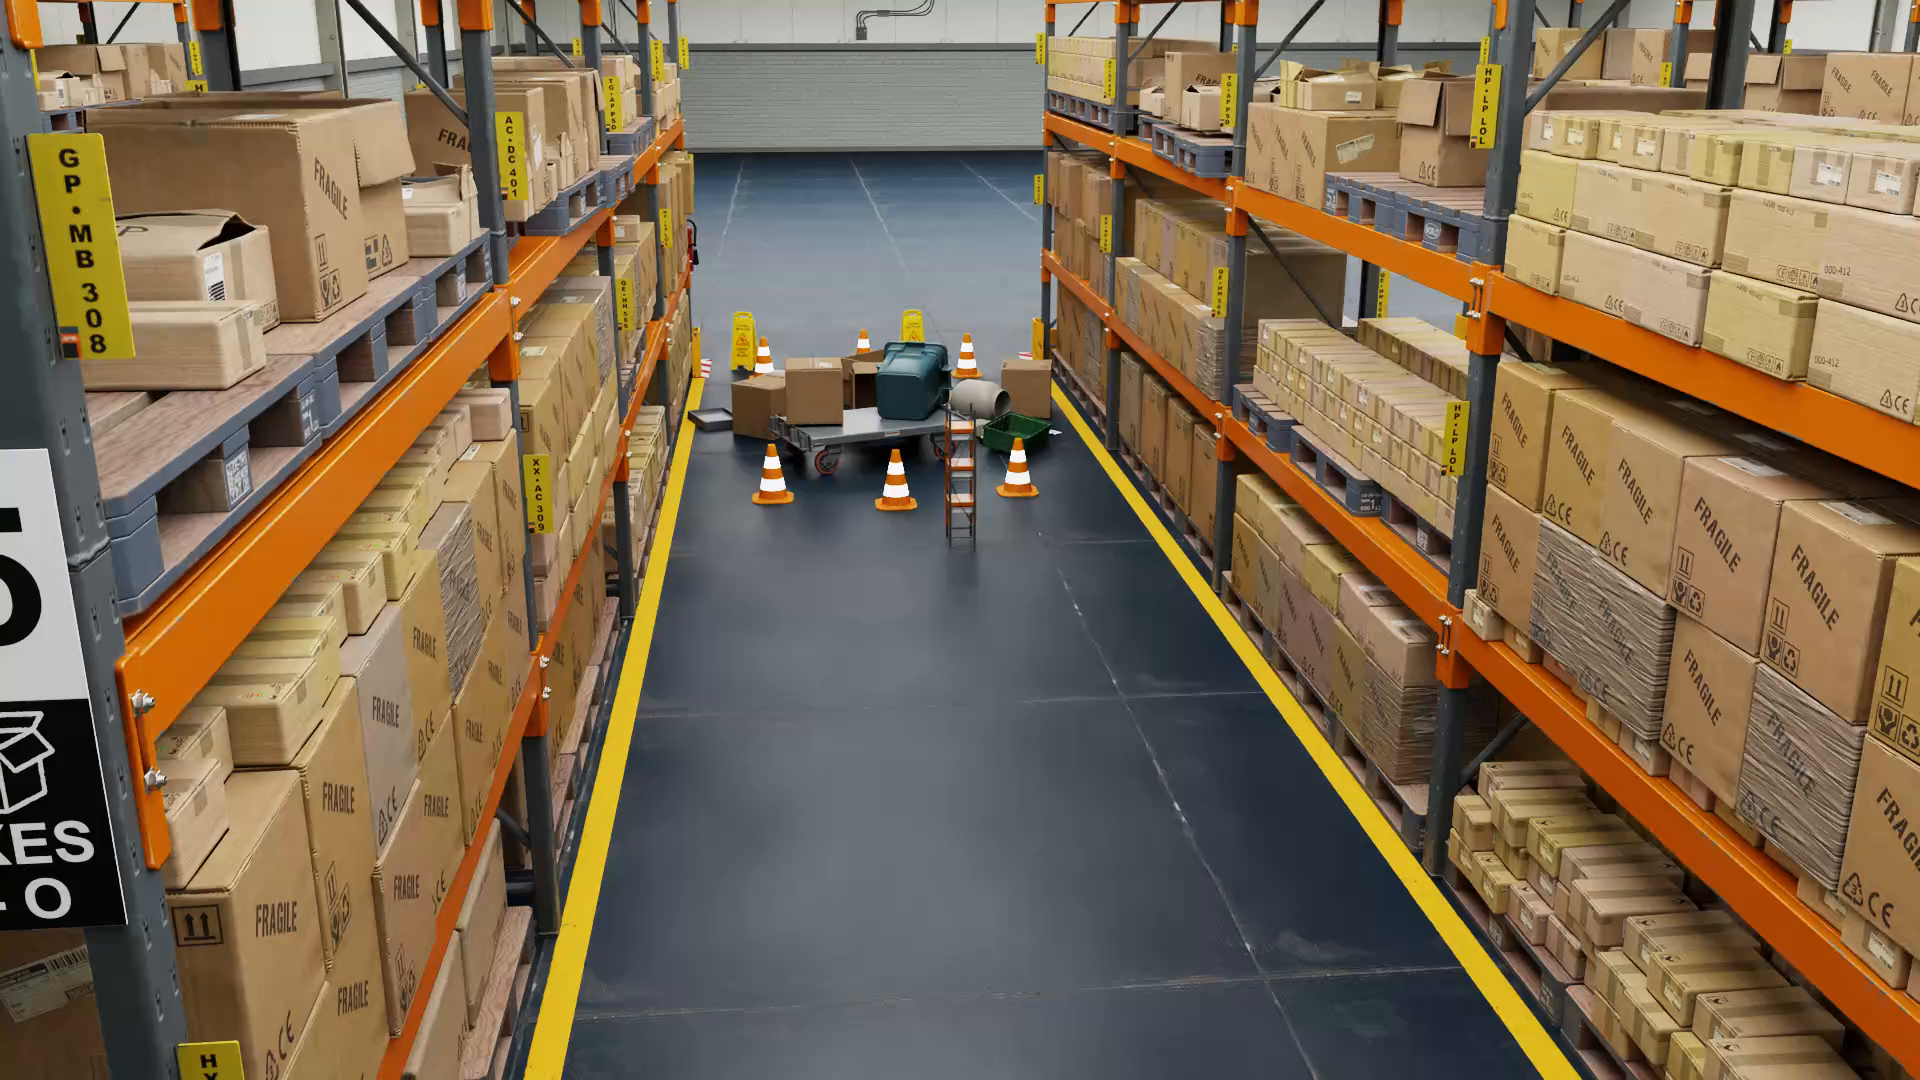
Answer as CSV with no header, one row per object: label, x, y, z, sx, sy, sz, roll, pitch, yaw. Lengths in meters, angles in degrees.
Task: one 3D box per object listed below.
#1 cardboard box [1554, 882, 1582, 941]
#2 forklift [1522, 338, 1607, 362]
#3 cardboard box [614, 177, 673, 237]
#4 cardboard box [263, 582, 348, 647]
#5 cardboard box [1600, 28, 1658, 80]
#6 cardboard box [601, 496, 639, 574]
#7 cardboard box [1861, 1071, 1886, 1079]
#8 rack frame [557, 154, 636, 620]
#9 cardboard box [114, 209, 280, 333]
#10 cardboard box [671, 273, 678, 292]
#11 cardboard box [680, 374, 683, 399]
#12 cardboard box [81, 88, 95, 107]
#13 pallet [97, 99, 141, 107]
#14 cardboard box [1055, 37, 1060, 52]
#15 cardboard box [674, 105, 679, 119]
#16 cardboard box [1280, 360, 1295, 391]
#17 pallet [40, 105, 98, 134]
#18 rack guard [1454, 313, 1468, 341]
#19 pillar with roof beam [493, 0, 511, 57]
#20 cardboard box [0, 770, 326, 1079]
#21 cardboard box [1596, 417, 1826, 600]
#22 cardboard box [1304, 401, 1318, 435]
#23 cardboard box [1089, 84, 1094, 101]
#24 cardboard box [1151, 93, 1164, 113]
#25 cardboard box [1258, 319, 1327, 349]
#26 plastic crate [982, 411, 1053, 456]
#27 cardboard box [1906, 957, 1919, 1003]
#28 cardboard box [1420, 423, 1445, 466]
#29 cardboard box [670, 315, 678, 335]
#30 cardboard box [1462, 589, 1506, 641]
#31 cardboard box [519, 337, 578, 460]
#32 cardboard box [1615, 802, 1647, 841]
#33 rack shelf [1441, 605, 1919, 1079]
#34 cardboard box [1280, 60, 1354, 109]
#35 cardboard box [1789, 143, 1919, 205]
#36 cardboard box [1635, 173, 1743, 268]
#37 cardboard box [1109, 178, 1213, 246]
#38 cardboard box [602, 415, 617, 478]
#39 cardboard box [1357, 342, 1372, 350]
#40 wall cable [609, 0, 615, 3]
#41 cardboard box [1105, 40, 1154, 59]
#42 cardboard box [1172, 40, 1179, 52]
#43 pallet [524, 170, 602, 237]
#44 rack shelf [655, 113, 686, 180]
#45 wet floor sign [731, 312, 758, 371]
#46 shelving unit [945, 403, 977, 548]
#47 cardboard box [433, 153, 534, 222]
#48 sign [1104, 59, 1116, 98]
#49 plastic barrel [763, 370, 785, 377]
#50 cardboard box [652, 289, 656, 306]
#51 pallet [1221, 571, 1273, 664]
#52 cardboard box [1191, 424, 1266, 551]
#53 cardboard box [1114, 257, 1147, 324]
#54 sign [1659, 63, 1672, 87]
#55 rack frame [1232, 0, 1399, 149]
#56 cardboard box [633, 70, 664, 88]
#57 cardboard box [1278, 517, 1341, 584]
cardboard box,2.590,1.462,6.574,0.380,0.149,0.250,-3,18,-8
forklift,4.744,-1.368,12.141,1.130,2.935,3.031,-2,17,-5
cardboard box,-2.898,-2.903,14.584,0.700,0.500,0.500,-2,18,-6
cardboard box,-1.728,0.216,4.061,0.380,0.149,0.250,-2,18,-5
cardboard box,6.787,-5.002,17.096,0.500,0.500,0.500,-2,18,-6
cardboard box,-2.704,-0.022,11.427,0.950,0.372,0.625,-3,18,-9
cardboard box,3.158,1.838,5.377,0.380,0.149,0.250,-3,18,-8
rack frame,-2.656,-0.907,10.559,1.000,3.000,0.127,-2,18,-6
cardboard box,-1.936,-0.608,3.878,0.500,0.311,0.500,-1,17,-5
cardboard box,-2.905,-2.464,15.938,0.380,0.149,0.250,-2,18,-5
cardboard box,-2.985,-1.488,16.299,0.500,0.250,0.500,-2,18,-6
cardboard box,-7.829,-3.876,14.558,0.380,0.149,0.250,-1,17,-4
pallet,-8.242,-3.949,15.389,1.003,0.211,1.213,-2,18,-6
cardboard box,1.201,-5.153,17.296,0.380,0.149,0.250,-2,18,-6
cardboard box,-3.108,-4.431,17.195,0.380,0.149,0.250,-2,18,-5
cardboard box,2.168,-1.002,10.083,0.380,0.149,0.250,-2,18,-7
pallet,-8.119,-3.587,14.234,1.003,0.211,1.213,-2,18,-6
rack guard,6.384,-2.382,19.428,1.175,0.500,0.348,-2,18,-6
pillar with roof beam,-8.055,-14.834,44.904,9.100,9.000,0.400,-2,18,-6
cardboard box,-1.597,0.800,3.286,0.500,0.500,0.500,-2,18,-7
cardboard box,2.564,-0.118,5.713,0.500,0.500,0.500,-1,17,-5
cardboard box,2.217,-0.711,9.653,0.380,0.149,0.250,-1,17,-4
cardboard box,1.408,-4.168,15.489,0.380,0.149,0.250,-2,18,-5
cardboard box,1.705,-3.525,13.440,0.250,0.149,0.380,-2,18,-6
cardboard box,2.112,-1.310,10.566,0.380,0.149,0.250,-2,18,-6
plastic crate,0.523,-0.979,15.386,0.450,0.188,0.662,18,23,19
cardboard box,2.738,1.175,4.345,0.380,0.149,0.250,-2,18,-6
cardboard box,2.405,-0.456,7.848,0.380,0.149,0.250,-2,18,-7
cardboard box,-2.869,-2.031,15.693,0.380,0.149,0.250,-1,17,-4
cardboard box,2.373,0.316,7.082,0.380,0.149,0.250,-1,17,-4
cardboard box,-2.132,-0.680,8.000,0.500,0.500,0.500,-2,18,-7
cardboard box,3.031,1.150,7.070,0.380,0.149,0.250,-2,17,-5
rack shelf,2.876,1.041,5.555,1.077,0.370,4.000,-2,18,-6
cardboard box,2.078,-2.652,9.662,0.396,0.266,0.258,-2,18,-6
cardboard box,2.619,-1.044,4.737,0.380,0.149,0.250,-2,18,-7
cardboard box,2.565,-1.047,5.412,0.500,0.250,0.500,-1,17,-5
cardboard box,1.841,-2.980,15.107,0.875,0.550,0.550,-2,18,-6
cardboard box,-2.277,-0.541,9.644,0.500,0.250,0.500,-1,17,-5
cardboard box,2.761,-1.179,10.648,0.380,0.149,0.250,-1,17,-5
wall cable,-8.635,-16.631,47.381,3.097,2.526,0.112,-2,18,-6
cardboard box,1.490,-4.321,14.645,0.380,0.149,0.250,-2,18,-6
cardboard box,2.118,-4.417,14.950,0.380,0.149,0.250,-2,18,-6
pallet,-2.419,-1.725,8.471,1.003,0.211,1.213,-1,17,-3
rack shelf,-3.275,-3.783,15.911,1.077,0.370,4.000,-2,18,-6
wet floor sign,-2.437,-2.257,18.789,0.267,0.644,0.232,4,18,13
shelving unit,0.006,-0.485,12.469,0.215,1.050,0.252,-2,18,-6
cardboard box,-1.947,-1.443,6.780,0.396,0.266,0.258,-2,18,-6
sign,1.293,-3.980,14.343,0.100,0.325,0.005,-2,18,-6
plastic barrel,-1.762,-1.493,16.725,0.512,0.421,0.421,11,21,32
cardboard box,-2.741,-2.035,13.868,0.380,0.149,0.250,-2,17,-5
pallet,2.336,0.473,10.818,1.003,0.211,1.213,-2,18,-6
cardboard box,2.284,-0.401,12.003,1.050,0.750,0.750,-2,18,-6
cardboard box,1.631,-2.165,14.397,0.500,0.500,0.500,-2,17,-5
sign,6.249,-4.064,14.742,0.100,0.325,0.005,-2,18,-6
rack frame,2.257,-3.952,10.243,1.000,3.000,0.127,-2,18,-6
cardboard box,-2.851,-4.129,14.902,0.380,0.149,0.250,-2,18,-6
cardboard box,2.178,0.056,9.711,0.500,0.250,0.500,-2,18,-5
